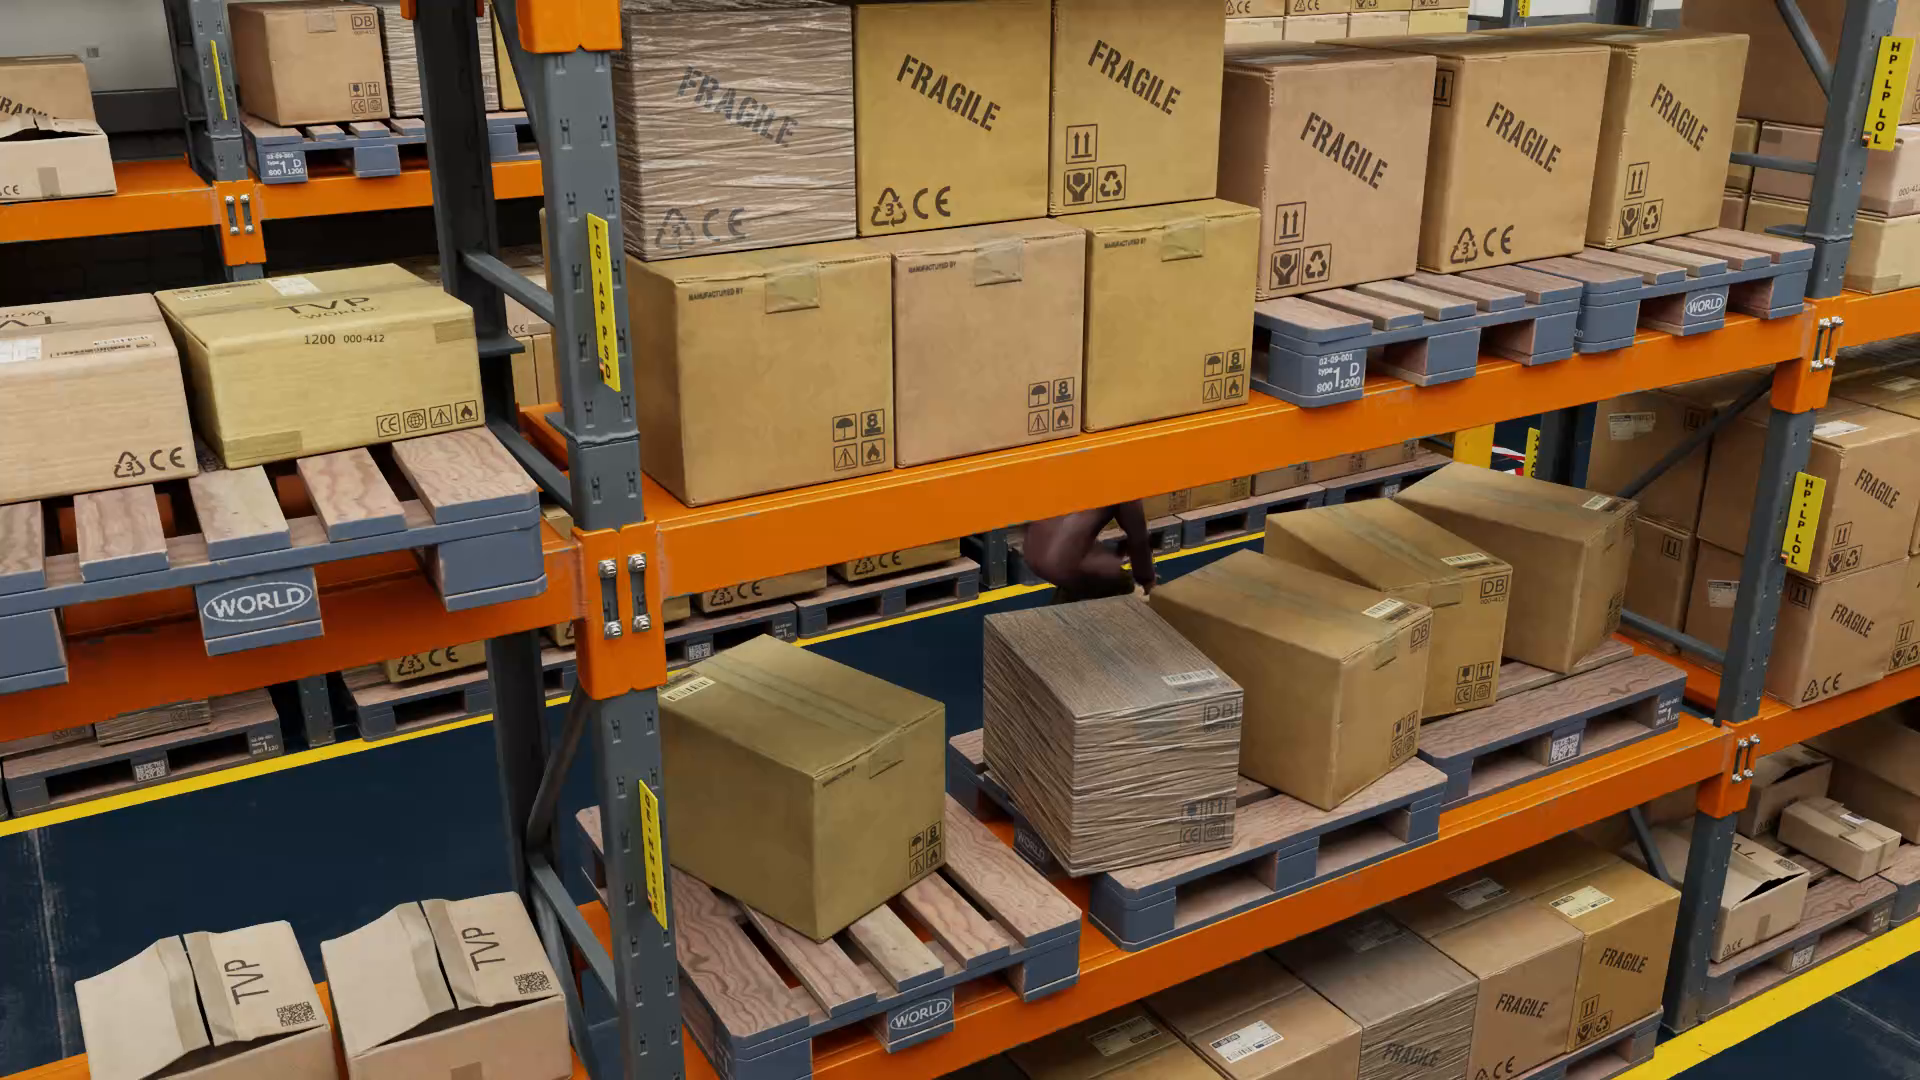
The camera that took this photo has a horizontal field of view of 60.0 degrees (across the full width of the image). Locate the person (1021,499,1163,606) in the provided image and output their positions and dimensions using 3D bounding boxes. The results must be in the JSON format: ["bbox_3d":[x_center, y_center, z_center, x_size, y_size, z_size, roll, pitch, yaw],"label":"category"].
[{"bbox_3d":[0.696,0.055,9.243,0.815,1.211,0.629,-15,26,-33],"label":"person"}]
